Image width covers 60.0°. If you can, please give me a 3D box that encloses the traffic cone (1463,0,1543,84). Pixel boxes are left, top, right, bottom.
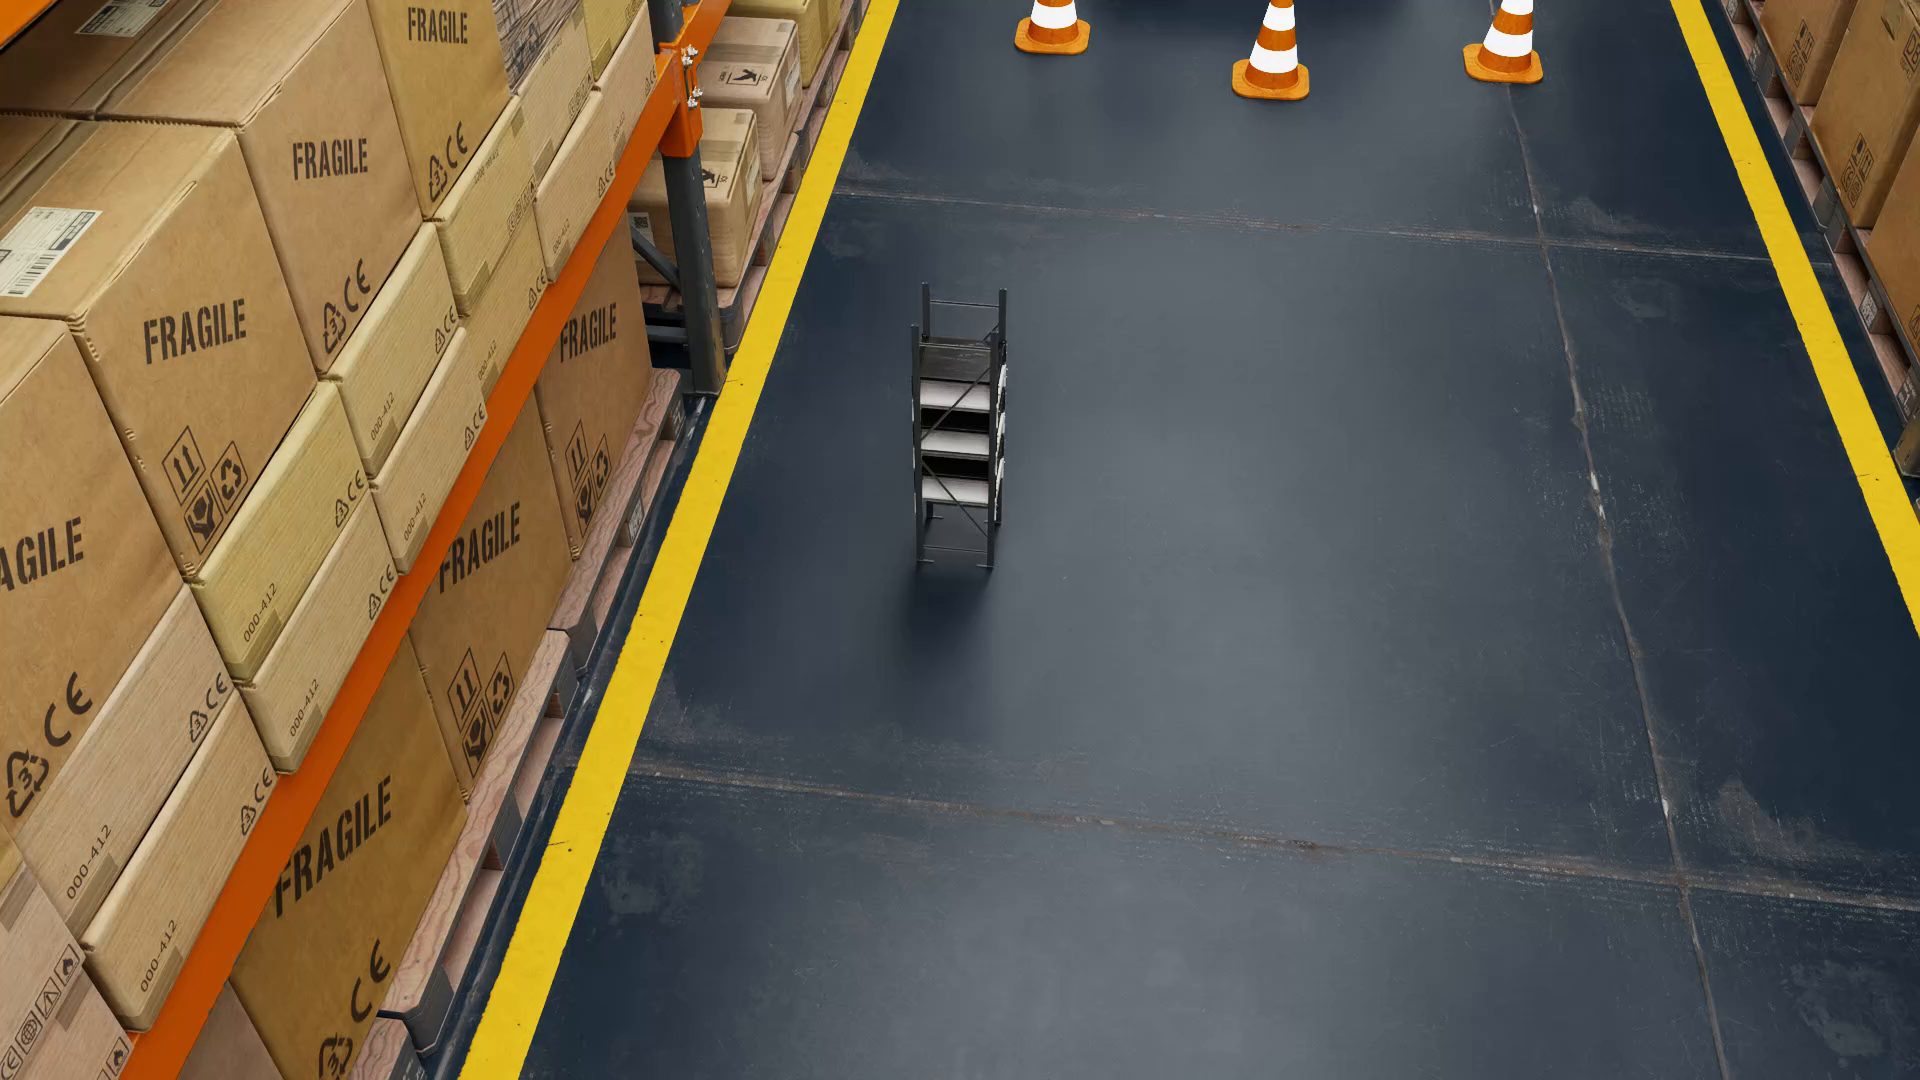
[{"bbox_3d":[2.452,-2.317,7.360,0.336,0.463,0.334,5,44,6],"label":"traffic cone"}]

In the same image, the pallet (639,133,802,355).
[{"bbox_3d":[-1.218,-1.190,6.353,1.003,0.211,1.213,5,44,6],"label":"pallet"}]

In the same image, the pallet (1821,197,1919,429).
[{"bbox_3d":[3.776,-0.807,5.948,1.003,0.211,1.213,5,44,6],"label":"pallet"}]

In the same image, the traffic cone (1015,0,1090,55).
[{"bbox_3d":[0.429,-2.502,7.556,0.336,0.463,0.334,5,44,6],"label":"traffic cone"}]

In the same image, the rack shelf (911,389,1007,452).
[{"bbox_3d":[-0.001,-0.362,4.896,0.258,0.077,0.200,5,44,6],"label":"rack shelf"}]

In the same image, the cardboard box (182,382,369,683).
[{"bbox_3d":[-1.380,-0.044,2.861,0.500,0.250,0.500,6,44,6],"label":"cardboard box"}]

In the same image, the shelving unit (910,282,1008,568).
[{"bbox_3d":[-0.001,-0.321,4.935,0.258,0.900,0.210,5,44,6],"label":"shelving unit"}]

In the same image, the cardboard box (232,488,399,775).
[{"bbox_3d":[-1.382,0.134,3.036,0.500,0.250,0.500,5,44,5],"label":"cardboard box"}]

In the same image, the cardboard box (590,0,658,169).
[{"bbox_3d":[-1.133,-1.247,4.494,0.500,0.250,0.500,4,44,4],"label":"cardboard box"}]

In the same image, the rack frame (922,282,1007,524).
[{"bbox_3d":[0.012,-0.391,5.008,0.240,0.900,0.006,5,44,6],"label":"rack frame"}]

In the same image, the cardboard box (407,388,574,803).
[{"bbox_3d":[-1.619,0.020,4.287,0.875,0.875,0.875,6,44,6],"label":"cardboard box"}]

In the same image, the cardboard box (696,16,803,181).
[{"bbox_3d":[-1.149,-1.756,6.529,0.950,0.372,0.625,4,44,5],"label":"cardboard box"}]

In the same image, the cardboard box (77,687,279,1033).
[{"bbox_3d":[-1.465,0.482,2.668,0.500,0.250,0.500,4,44,4],"label":"cardboard box"}]

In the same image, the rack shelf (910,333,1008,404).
[{"bbox_3d":[-0.001,-0.493,4.772,0.258,0.077,0.200,5,44,6],"label":"rack shelf"}]

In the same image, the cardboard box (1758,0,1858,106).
[{"bbox_3d":[4.001,-2.262,6.788,1.050,0.750,0.750,5,44,6],"label":"cardboard box"}]

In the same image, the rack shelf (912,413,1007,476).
[{"bbox_3d":[-0.001,-0.297,4.958,0.258,0.077,0.200,5,44,6],"label":"rack shelf"}]

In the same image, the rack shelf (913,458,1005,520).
[{"bbox_3d":[-0.001,-0.166,5.081,0.258,0.077,0.200,5,44,6],"label":"rack shelf"}]

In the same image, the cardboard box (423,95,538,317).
[{"bbox_3d":[-1.247,-0.743,3.599,0.500,0.250,0.500,4,44,4],"label":"cardboard box"}]

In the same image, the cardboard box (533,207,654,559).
[{"bbox_3d":[-1.497,-0.588,4.929,0.875,0.875,0.875,5,44,5],"label":"cardboard box"}]

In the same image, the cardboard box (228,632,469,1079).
[{"bbox_3d":[-1.738,0.629,3.644,0.875,0.875,0.875,6,44,7],"label":"cardboard box"}]

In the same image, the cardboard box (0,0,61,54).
[{"bbox_3d":[-1.841,-0.722,3.030,0.500,0.500,0.500,6,44,6],"label":"cardboard box"}]

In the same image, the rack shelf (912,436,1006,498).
[{"bbox_3d":[-0.001,-0.232,5.020,0.258,0.077,0.200,5,44,6],"label":"rack shelf"}]

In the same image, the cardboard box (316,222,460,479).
[{"bbox_3d":[-1.315,-0.389,3.225,0.500,0.250,0.500,4,44,4],"label":"cardboard box"}]

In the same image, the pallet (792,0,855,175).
[{"bbox_3d":[-1.055,-2.019,7.228,1.003,0.211,1.213,5,44,6],"label":"pallet"}]

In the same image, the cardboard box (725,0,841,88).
[{"bbox_3d":[-1.043,-2.272,7.074,0.950,0.372,0.625,7,44,7],"label":"cardboard box"}]

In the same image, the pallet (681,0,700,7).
[{"bbox_3d":[-1.335,-2.095,5.421,1.213,0.211,1.003,5,44,6],"label":"pallet"}]

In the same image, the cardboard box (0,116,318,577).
[{"bbox_3d":[-1.400,-0.308,2.593,0.500,0.500,0.500,4,44,4],"label":"cardboard box"}]

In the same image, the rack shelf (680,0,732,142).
[{"bbox_3d":[-1.059,-2.772,6.519,1.077,0.370,4.000,5,44,6],"label":"rack shelf"}]

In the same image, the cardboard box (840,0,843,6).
[{"bbox_3d":[-0.953,-2.746,7.574,0.950,0.372,0.625,8,44,8],"label":"cardboard box"}]

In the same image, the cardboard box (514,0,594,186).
[{"bbox_3d":[-1.199,-1.094,3.969,0.500,0.250,0.500,4,44,4],"label":"cardboard box"}]

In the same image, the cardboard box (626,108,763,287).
[{"bbox_3d":[-1.239,-1.252,5.997,0.950,0.372,0.625,3,43,3],"label":"cardboard box"}]

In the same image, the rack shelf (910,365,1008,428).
[{"bbox_3d":[-0.001,-0.428,4.834,0.258,0.077,0.200,5,44,6],"label":"rack shelf"}]

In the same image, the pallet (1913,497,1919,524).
[{"bbox_3d":[3.492,0.256,4.826,1.003,0.211,1.213,5,44,6],"label":"pallet"}]

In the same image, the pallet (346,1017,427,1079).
[{"bbox_3d":[-1.825,1.536,3.474,1.003,0.211,1.213,5,44,6],"label":"pallet"}]

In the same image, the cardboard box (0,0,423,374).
[{"bbox_3d":[-1.338,-0.661,2.966,0.500,0.500,0.500,5,44,5],"label":"cardboard box"}]

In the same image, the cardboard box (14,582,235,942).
[{"bbox_3d":[-1.473,0.297,2.500,0.500,0.250,0.500,6,44,6],"label":"cardboard box"}]

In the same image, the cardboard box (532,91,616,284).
[{"bbox_3d":[-1.185,-0.897,4.125,0.500,0.250,0.500,6,44,6],"label":"cardboard box"}]

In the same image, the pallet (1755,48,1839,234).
[{"bbox_3d":[3.939,-1.636,6.824,1.003,0.211,1.213,5,44,6],"label":"pallet"}]

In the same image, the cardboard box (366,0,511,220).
[{"bbox_3d":[-1.264,-1.005,3.330,0.500,0.500,0.500,5,44,6],"label":"cardboard box"}]

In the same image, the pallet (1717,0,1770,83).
[{"bbox_3d":[4.098,-2.469,7.705,1.003,0.211,1.213,5,44,6],"label":"pallet"}]

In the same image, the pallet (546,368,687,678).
[{"bbox_3d":[-1.502,-0.127,5.230,1.003,0.211,1.213,5,44,6],"label":"pallet"}]

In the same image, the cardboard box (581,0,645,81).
[{"bbox_3d":[-1.135,-1.444,4.338,0.500,0.250,0.500,5,44,5],"label":"cardboard box"}]

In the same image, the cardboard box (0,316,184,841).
[{"bbox_3d":[-1.469,0.034,2.233,0.500,0.500,0.500,5,44,5],"label":"cardboard box"}]

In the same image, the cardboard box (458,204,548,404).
[{"bbox_3d":[-1.267,-0.556,3.764,0.500,0.250,0.500,5,44,5],"label":"cardboard box"}]

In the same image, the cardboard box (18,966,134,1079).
[{"bbox_3d":[-1.532,0.835,2.296,0.500,0.250,0.500,4,44,5],"label":"cardboard box"}]

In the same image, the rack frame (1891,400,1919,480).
[{"bbox_3d":[3.597,-1.289,4.429,1.000,3.000,0.127,5,44,6],"label":"rack frame"}]

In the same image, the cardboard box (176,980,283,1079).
[{"bbox_3d":[-1.849,1.246,2.993,0.875,0.875,0.875,6,44,7],"label":"cardboard box"}]

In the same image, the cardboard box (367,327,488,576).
[{"bbox_3d":[-1.306,-0.206,3.395,0.500,0.250,0.500,5,44,5],"label":"cardboard box"}]

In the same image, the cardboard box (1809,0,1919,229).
[{"bbox_3d":[3.879,-1.627,6.118,1.050,0.750,0.750,6,44,6],"label":"cardboard box"}]

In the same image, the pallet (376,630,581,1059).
[{"bbox_3d":[-1.666,0.702,4.355,1.003,0.211,1.213,5,44,6],"label":"pallet"}]

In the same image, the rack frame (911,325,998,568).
[{"bbox_3d":[-0.015,-0.252,4.862,0.240,0.900,0.006,5,44,6],"label":"rack frame"}]

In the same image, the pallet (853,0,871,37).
[{"bbox_3d":[-0.896,-2.853,8.109,1.003,0.211,1.213,5,44,6],"label":"pallet"}]

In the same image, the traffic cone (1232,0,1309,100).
[{"bbox_3d":[1.382,-2.214,7.251,0.336,0.463,0.334,5,44,6],"label":"traffic cone"}]

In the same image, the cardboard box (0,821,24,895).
[{"bbox_3d":[-1.509,0.383,1.864,0.500,0.500,0.500,6,44,6],"label":"cardboard box"}]

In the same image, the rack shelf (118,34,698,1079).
[{"bbox_3d":[-1.588,-0.046,3.640,1.077,0.370,4.000,5,44,6],"label":"rack shelf"}]

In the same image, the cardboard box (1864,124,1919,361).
[{"bbox_3d":[3.766,-1.031,5.488,1.050,0.750,0.750,5,44,5],"label":"cardboard box"}]

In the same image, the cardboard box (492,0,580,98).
[{"bbox_3d":[-1.192,-1.343,3.686,0.500,0.500,0.500,6,44,6],"label":"cardboard box"}]

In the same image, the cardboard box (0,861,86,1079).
[{"bbox_3d":[-1.514,0.655,2.122,0.500,0.250,0.500,4,44,4],"label":"cardboard box"}]

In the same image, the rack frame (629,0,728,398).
[{"bbox_3d":[-1.323,-1.670,4.832,1.000,3.000,0.127,5,44,6],"label":"rack frame"}]
